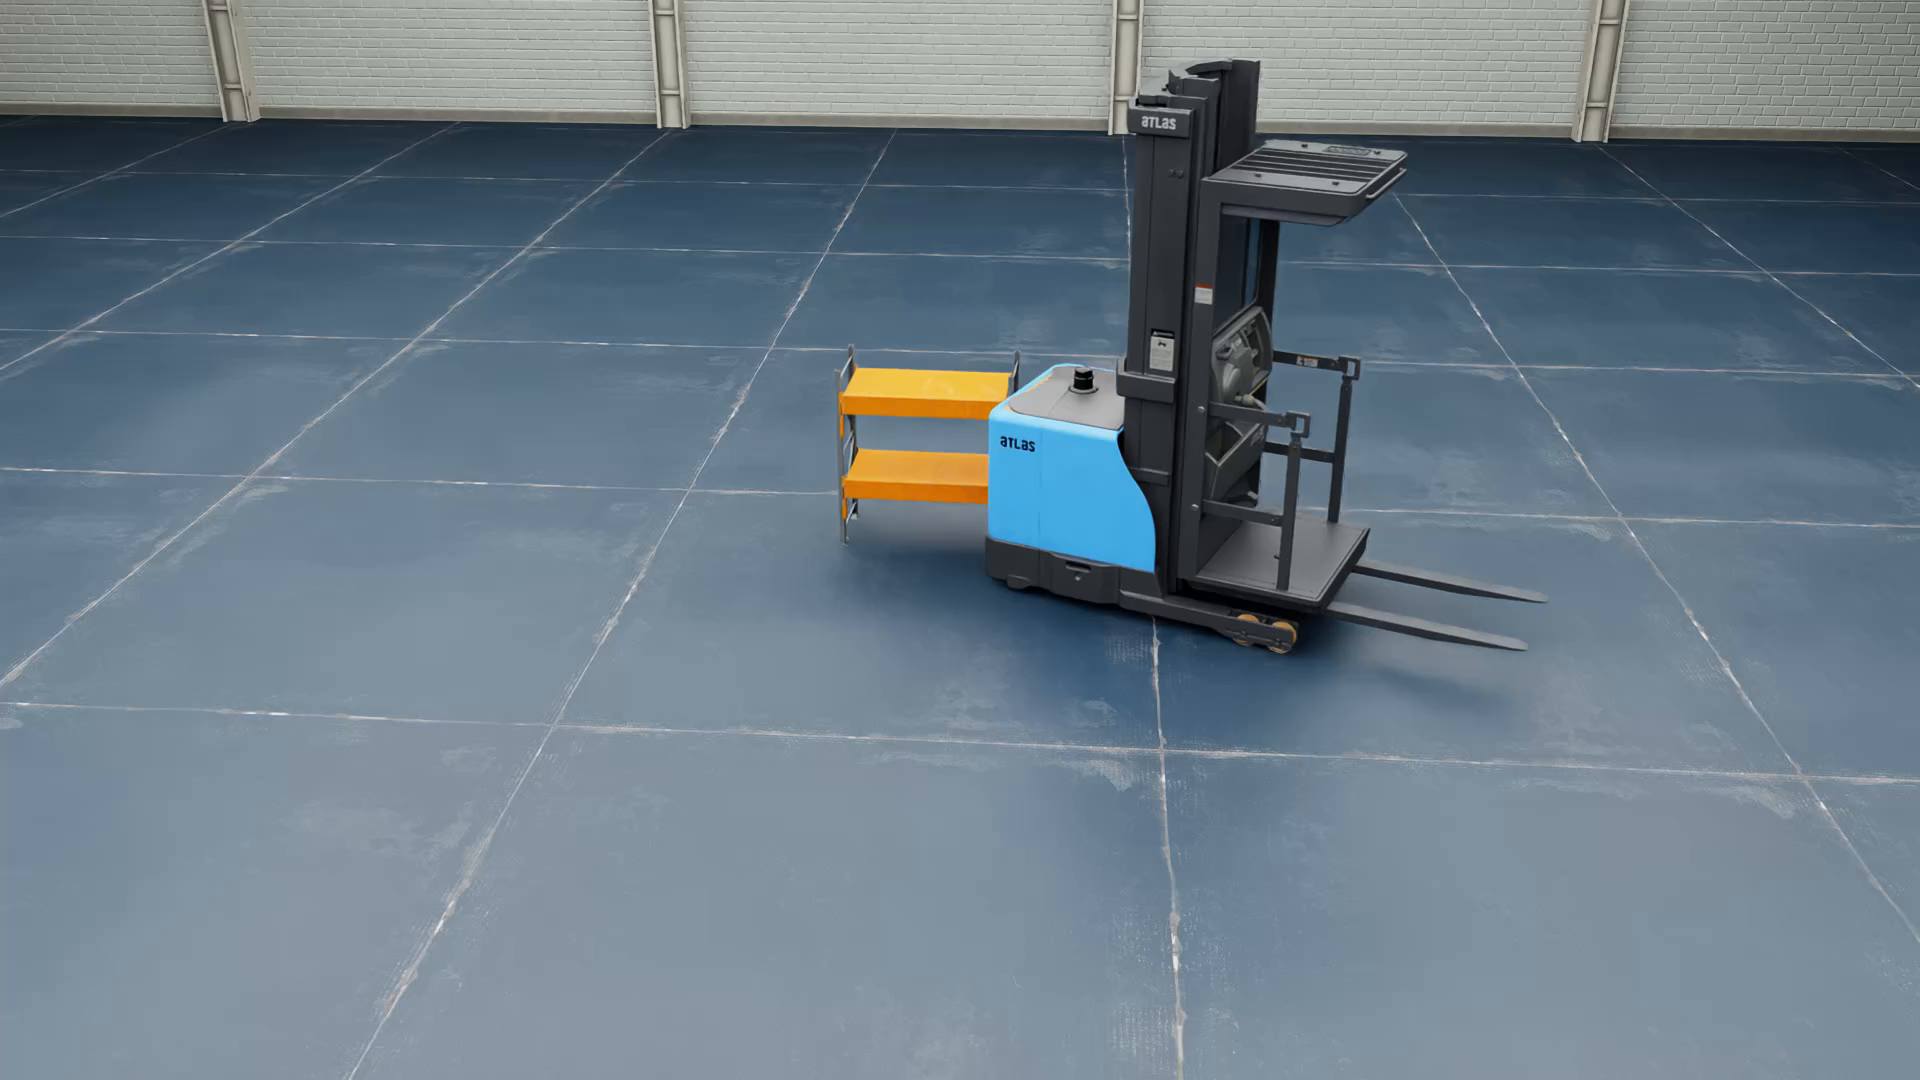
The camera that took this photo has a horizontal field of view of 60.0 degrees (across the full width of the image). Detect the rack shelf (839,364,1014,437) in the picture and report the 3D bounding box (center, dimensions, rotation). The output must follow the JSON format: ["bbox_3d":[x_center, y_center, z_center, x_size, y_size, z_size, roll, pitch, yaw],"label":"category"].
[{"bbox_3d":[-0.186,-0.824,9.995,1.000,0.278,0.538,3,25,6],"label":"rack shelf"}]

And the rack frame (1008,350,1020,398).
[{"bbox_3d":[0.319,-0.535,10.067,0.032,1.125,0.500,3,25,6],"label":"rack frame"}]

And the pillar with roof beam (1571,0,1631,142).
[{"bbox_3d":[7.801,-7.469,15.717,0.400,9.000,9.100,2,25,4],"label":"pillar with roof beam"}]

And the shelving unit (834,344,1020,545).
[{"bbox_3d":[-0.186,-0.558,10.118,1.048,1.125,0.538,3,25,6],"label":"shelving unit"}]

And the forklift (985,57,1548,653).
[{"bbox_3d":[1.697,-0.977,8.867,3.031,2.935,1.130,12,27,24],"label":"forklift"}]

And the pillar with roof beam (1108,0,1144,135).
[{"bbox_3d":[1.819,-7.661,16.134,0.400,9.000,9.100,2,25,4],"label":"pillar with roof beam"}]

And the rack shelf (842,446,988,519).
[{"bbox_3d":[-0.186,-0.336,10.220,1.000,0.278,0.538,3,25,6],"label":"rack shelf"}]

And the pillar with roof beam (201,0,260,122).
[{"bbox_3d":[-10.146,-8.045,16.969,0.400,9.000,9.100,2,25,4],"label":"pillar with roof beam"}]

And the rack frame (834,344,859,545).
[{"bbox_3d":[-0.691,-0.582,10.169,0.032,1.125,0.500,3,25,6],"label":"rack frame"}]

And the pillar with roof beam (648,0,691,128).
[{"bbox_3d":[-4.164,-7.853,16.551,0.400,9.000,9.100,2,25,4],"label":"pillar with roof beam"}]
